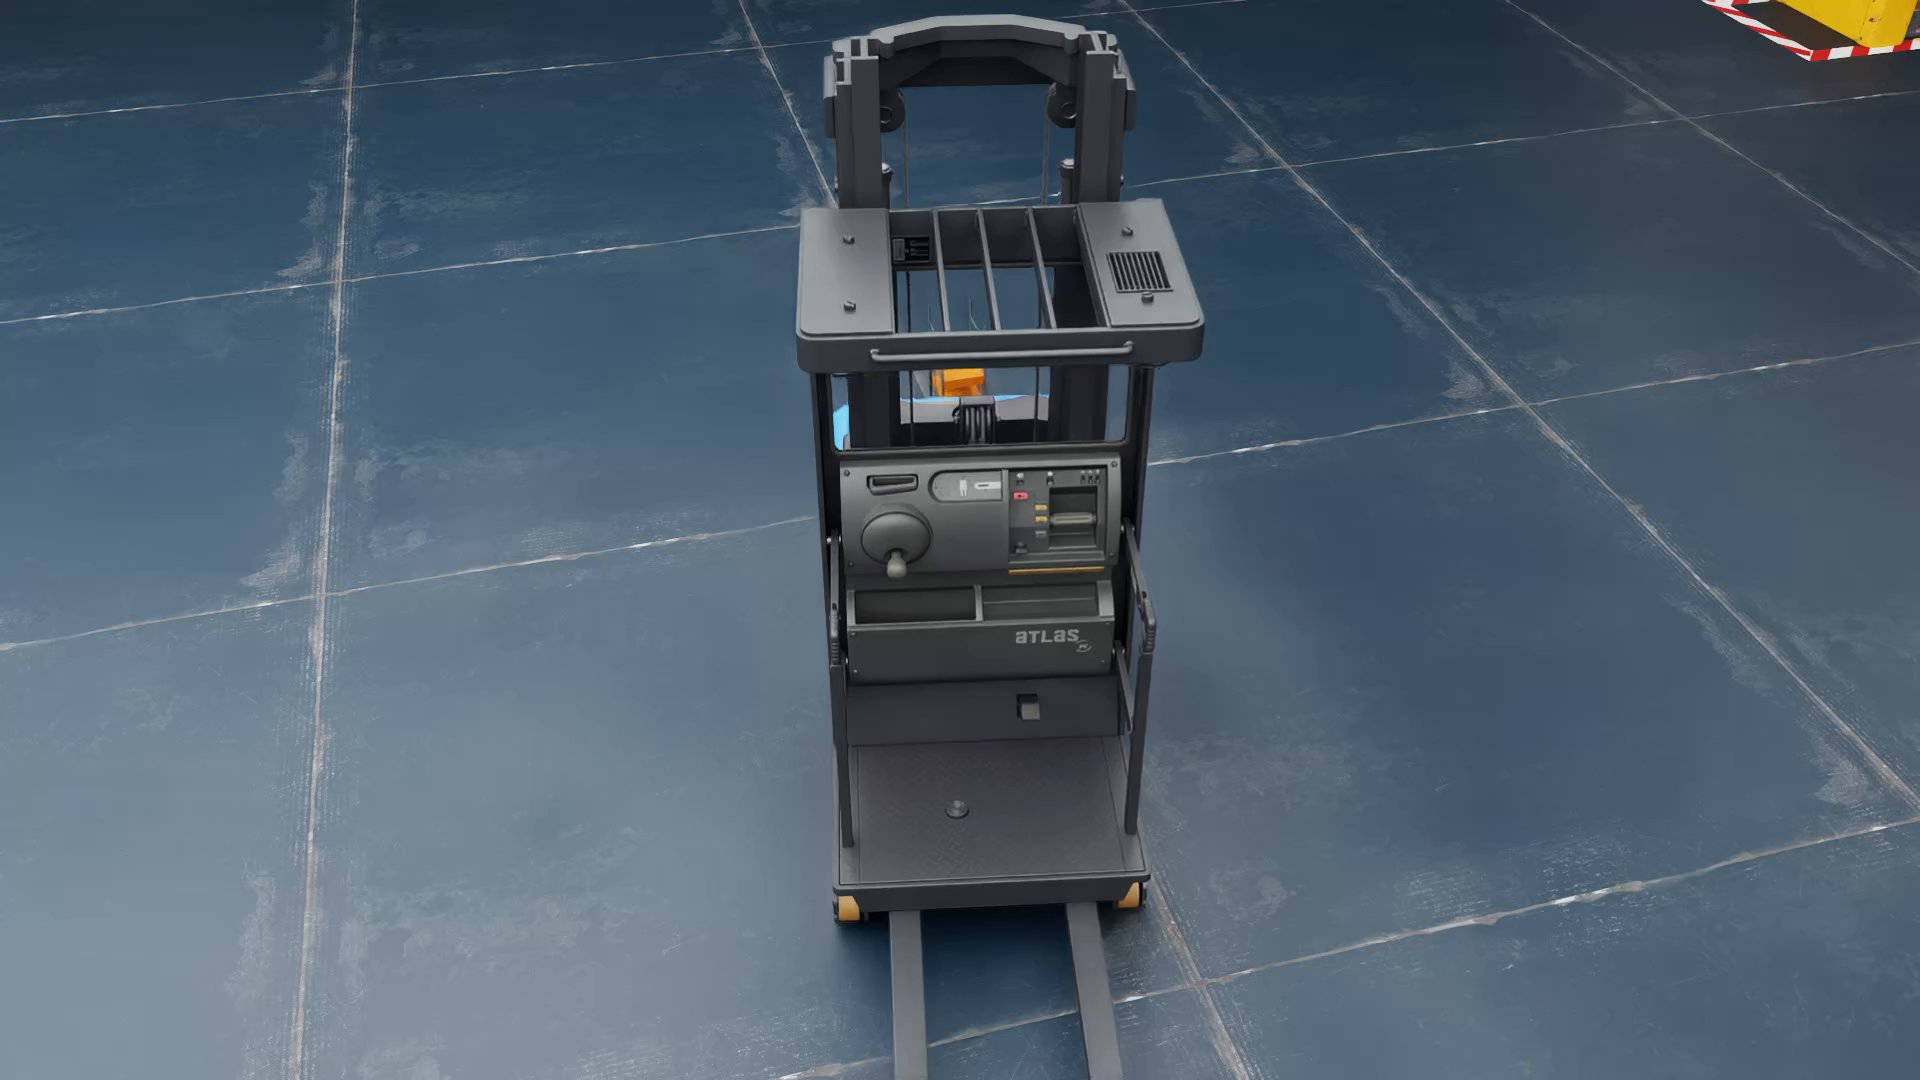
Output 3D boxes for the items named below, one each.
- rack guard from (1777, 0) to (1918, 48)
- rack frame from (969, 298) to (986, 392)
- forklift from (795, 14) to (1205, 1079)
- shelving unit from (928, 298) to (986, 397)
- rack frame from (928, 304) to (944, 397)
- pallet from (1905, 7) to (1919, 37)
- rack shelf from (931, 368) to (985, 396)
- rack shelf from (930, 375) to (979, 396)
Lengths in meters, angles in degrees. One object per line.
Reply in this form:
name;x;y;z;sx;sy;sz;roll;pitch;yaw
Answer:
rack guard;6.909;-4.300;12.960;0.348;0.500;1.175;-9;38;-12
rack frame;0.074;-0.489;7.401;0.006;1.200;0.240;-9;38;-12
forklift;0.085;-0.008;5.347;1.130;2.935;3.031;-2;37;-3
shelving unit;-0.014;-0.474;7.382;0.189;1.200;0.258;-9;38;-12
rack frame;-0.102;-0.460;7.364;0.006;1.200;0.240;-9;38;-12
pallet;7.659;-4.335;13.243;1.213;0.211;1.003;-9;38;-12
rack shelf;-0.014;-0.725;7.191;0.180;0.103;0.258;-9;38;-12
rack shelf;-0.014;-0.630;7.264;0.180;0.103;0.258;-9;38;-12
